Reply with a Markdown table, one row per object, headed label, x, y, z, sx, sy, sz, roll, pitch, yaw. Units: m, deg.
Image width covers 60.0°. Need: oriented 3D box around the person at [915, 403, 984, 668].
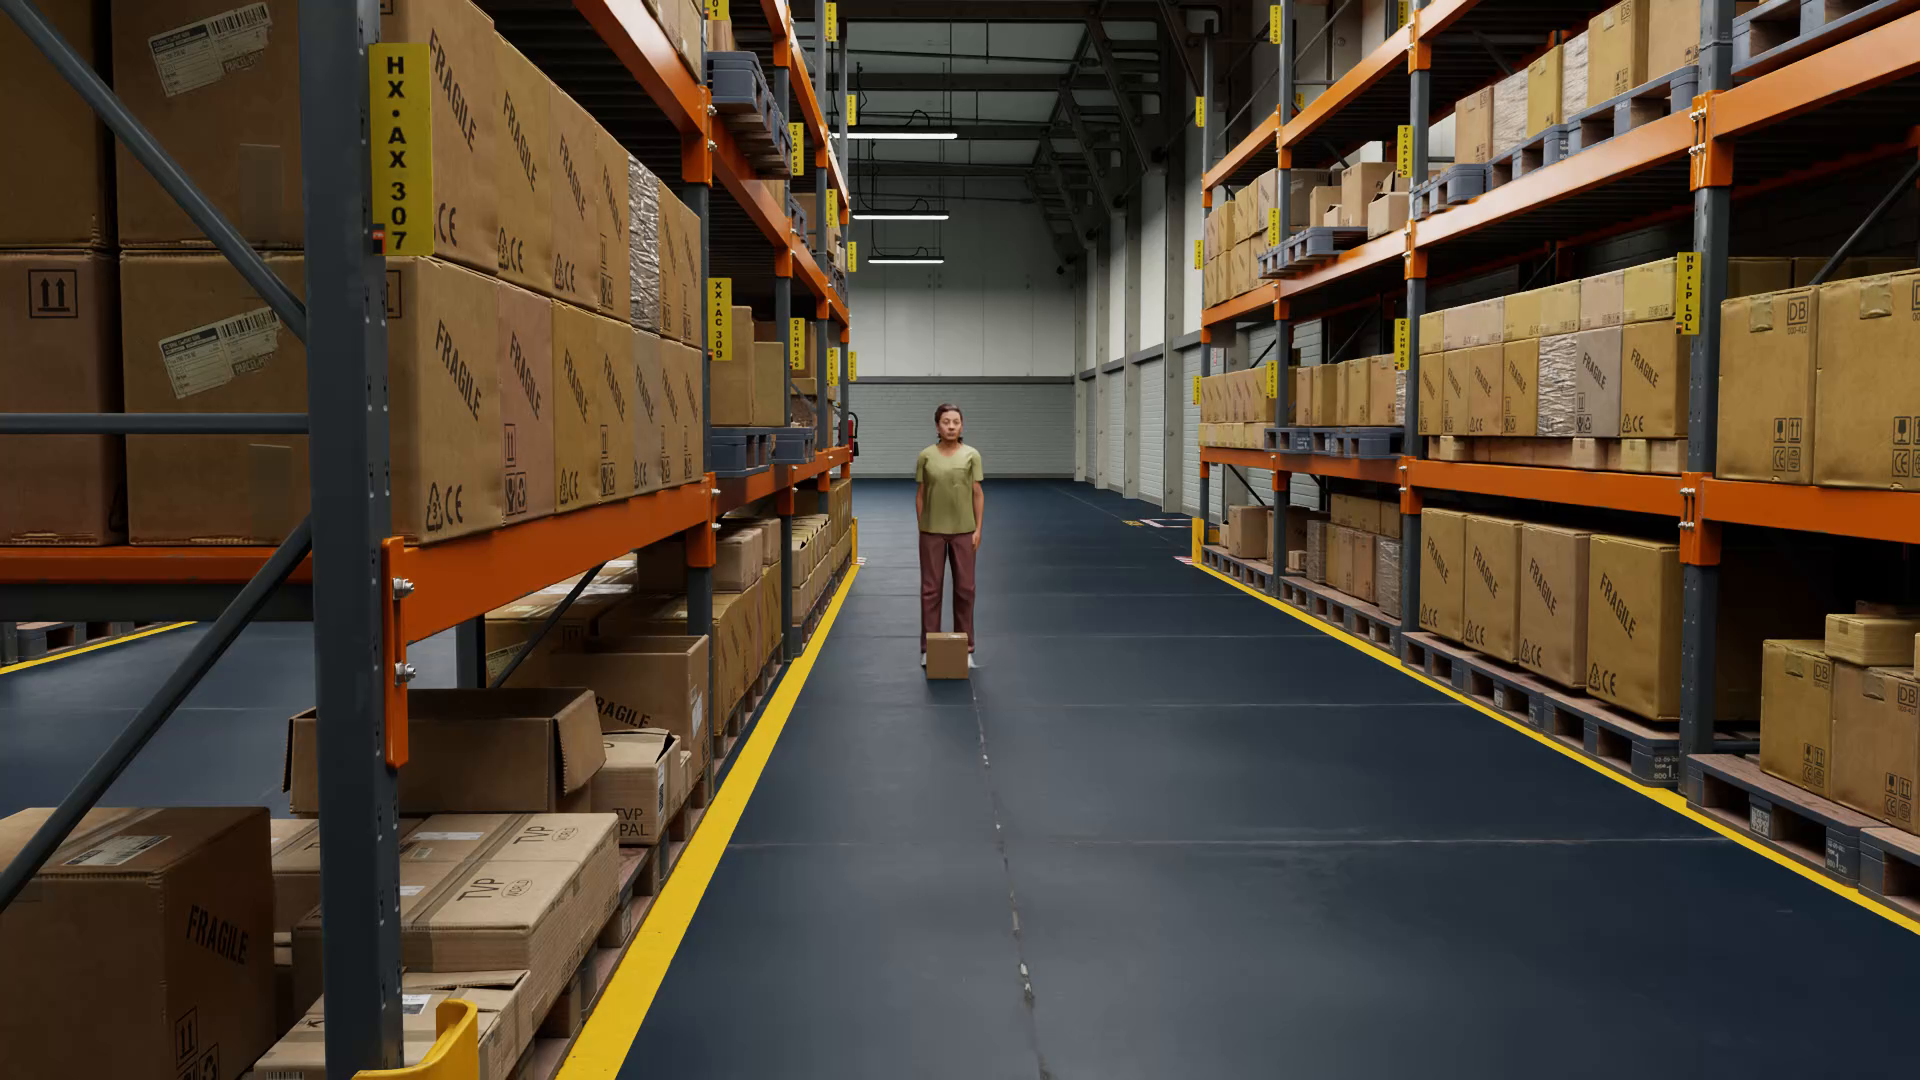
| label | x | y | z | sx | sy | sz | roll | pitch | yaw |
| --- | --- | --- | --- | --- | --- | --- | --- | --- | --- |
| person | -0.067 | -0.032 | 10.548 | 0.440 | 1.676 | 0.356 | 0 | 4 | 1 |
